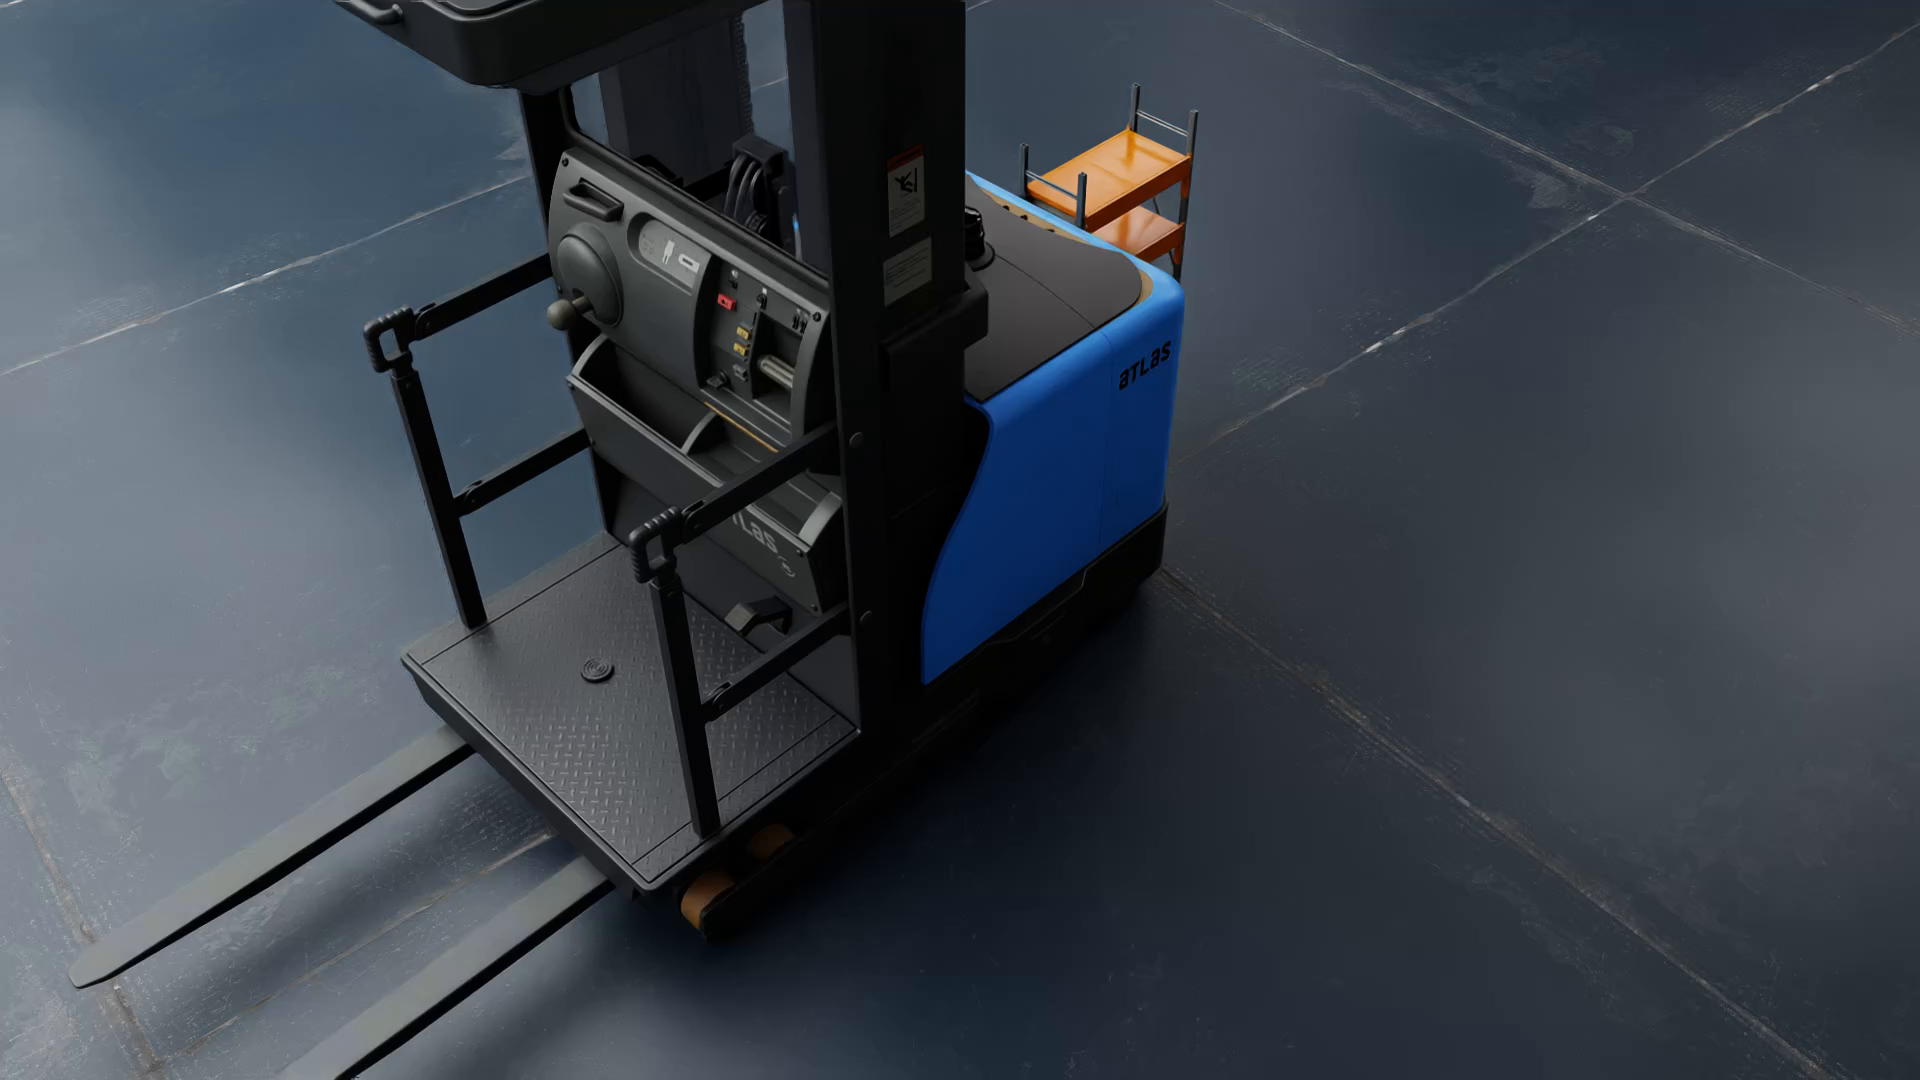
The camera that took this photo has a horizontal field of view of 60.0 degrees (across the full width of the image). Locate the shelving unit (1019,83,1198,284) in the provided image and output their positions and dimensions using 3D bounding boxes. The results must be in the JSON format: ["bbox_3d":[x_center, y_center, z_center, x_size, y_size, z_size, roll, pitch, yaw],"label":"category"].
[{"bbox_3d":[0.430,-0.742,5.163,0.258,1.200,0.503,34,53,31],"label":"shelving unit"}]

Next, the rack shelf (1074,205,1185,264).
[{"bbox_3d":[0.430,-0.856,5.056,0.258,0.148,0.480,34,53,31],"label":"rack shelf"}]

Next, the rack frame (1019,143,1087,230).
[{"bbox_3d":[0.259,-0.623,5.036,0.240,1.200,0.015,34,53,31],"label":"rack frame"}]

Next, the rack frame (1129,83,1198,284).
[{"bbox_3d":[0.601,-0.861,5.290,0.240,1.200,0.015,34,53,31],"label":"rack frame"}]

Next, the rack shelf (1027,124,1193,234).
[{"bbox_3d":[0.430,-1.028,4.894,0.258,0.148,0.480,34,53,31],"label":"rack shelf"}]

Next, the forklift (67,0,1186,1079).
[{"bbox_3d":[-0.774,-0.480,3.621,1.130,2.935,3.031,34,53,31],"label":"forklift"}]
